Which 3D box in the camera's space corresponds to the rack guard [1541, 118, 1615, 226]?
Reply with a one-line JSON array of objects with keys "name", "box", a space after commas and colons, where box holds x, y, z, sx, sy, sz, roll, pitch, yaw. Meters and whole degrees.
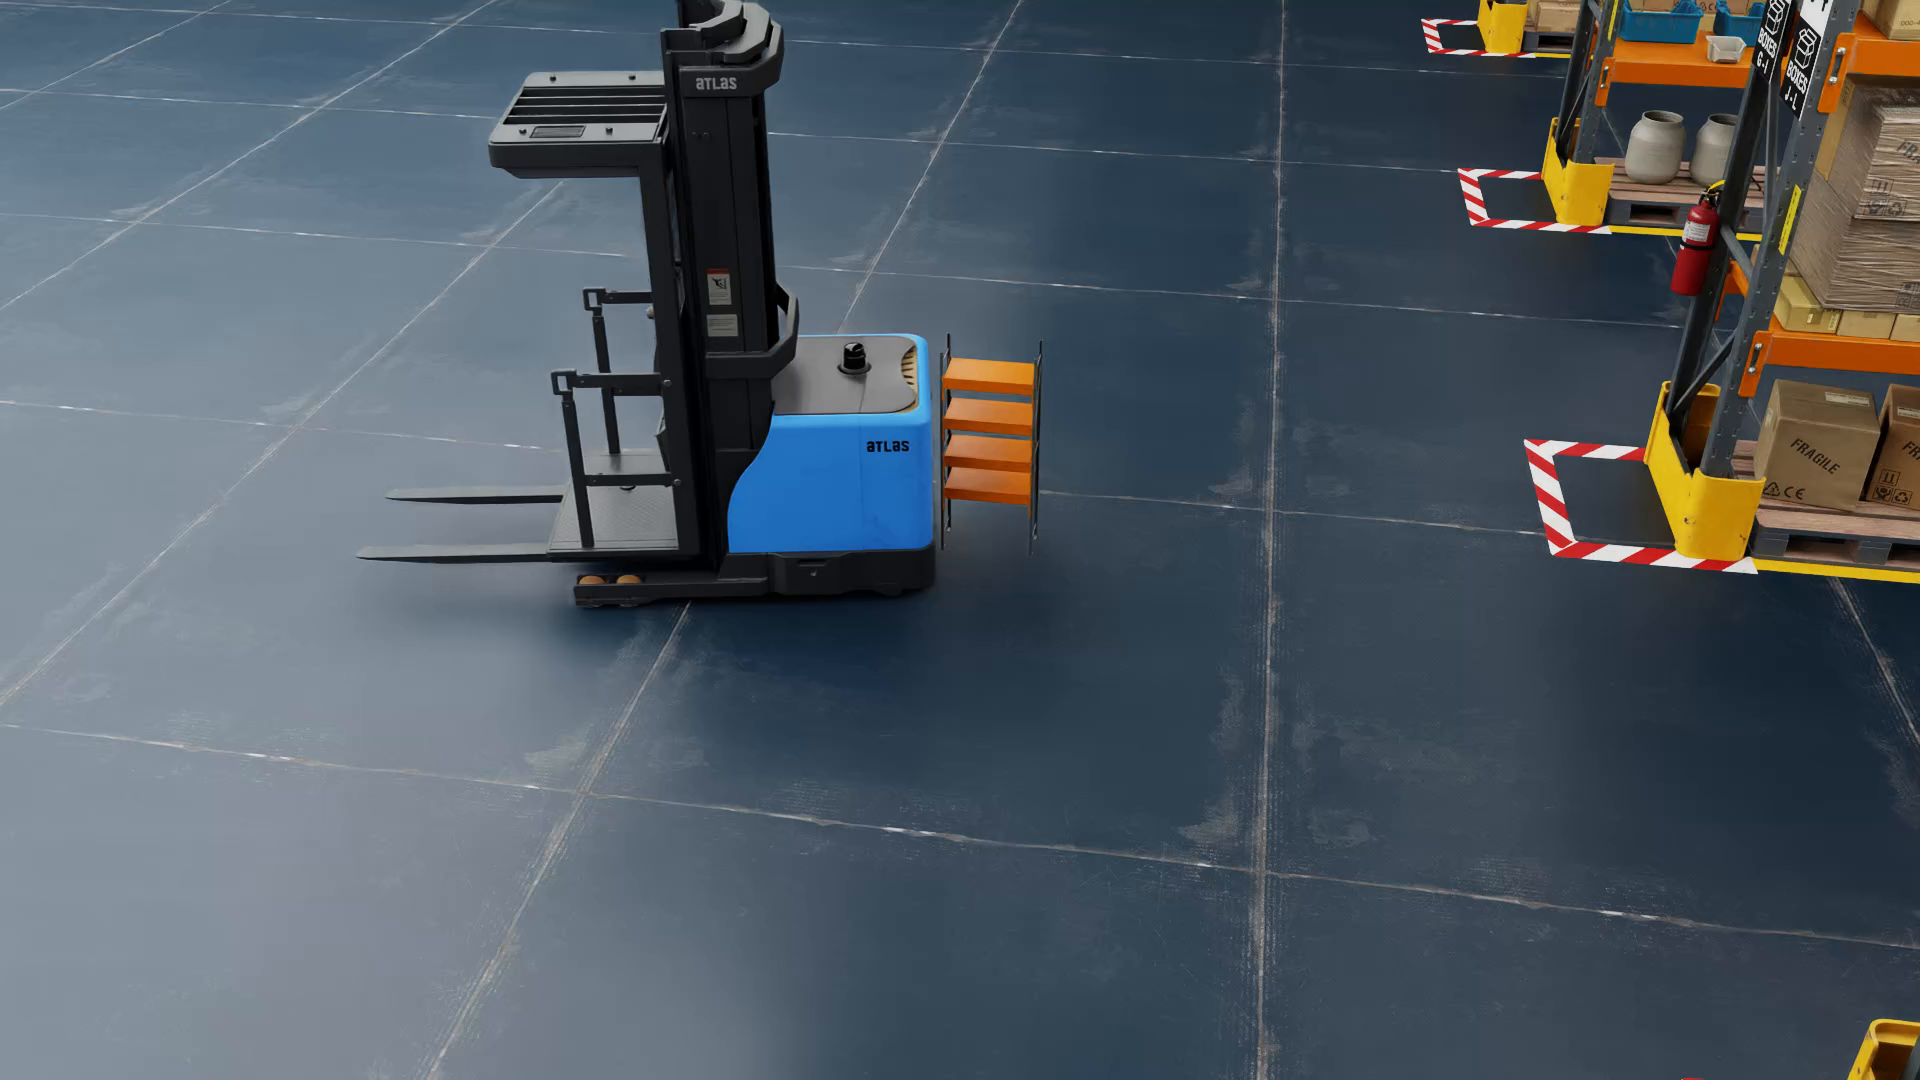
[{"name": "rack guard", "box": [5.045, -3.024, 13.610, 0.348, 0.500, 1.175, 5, 32, 8]}]

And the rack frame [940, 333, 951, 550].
[{"name": "rack frame", "box": [-0.077, -0.516, 8.943, 0.015, 1.200, 0.240, 5, 32, 8]}]

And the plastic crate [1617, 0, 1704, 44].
[{"name": "plastic crate", "box": [5.506, -4.115, 13.137, 0.616, 0.251, 0.499, 5, 32, 8]}]

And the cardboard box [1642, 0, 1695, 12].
[{"name": "cardboard box", "box": [7.279, -5.741, 17.083, 0.500, 0.500, 0.500, 5, 32, 8]}]

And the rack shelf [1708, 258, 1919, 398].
[{"name": "rack shelf", "box": [6.101, -0.992, 8.686, 4.000, 0.370, 1.077, 5, 32, 8]}]

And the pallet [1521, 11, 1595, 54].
[{"name": "pallet", "box": [6.561, -5.428, 17.723, 1.213, 0.211, 1.003, 5, 32, 8]}]

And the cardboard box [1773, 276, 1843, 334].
[{"name": "cardboard box", "box": [4.370, -1.219, 8.607, 0.250, 0.149, 0.380, 5, 32, 8]}]

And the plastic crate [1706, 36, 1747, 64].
[{"name": "plastic crate", "box": [5.791, -3.706, 12.592, 0.250, 0.136, 0.298, 5, 32, 8]}]

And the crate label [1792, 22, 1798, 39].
[{"name": "crate label", "box": [6.822, -4.058, 12.873, 0.616, 0.435, 0.502, 5, 32, 8]}]

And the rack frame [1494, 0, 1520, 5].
[{"name": "rack frame", "box": [5.800, -6.656, 17.057, 0.127, 3.000, 1.000, 5, 32, 8]}]

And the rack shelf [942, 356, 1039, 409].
[{"name": "rack shelf", "box": [0.163, -0.827, 8.700, 0.480, 0.148, 0.258, 5, 32, 8]}]

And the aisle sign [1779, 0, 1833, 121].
[{"name": "aisle sign", "box": [4.018, -2.426, 7.849, 0.004, 0.787, 0.394, 5, 32, 8]}]

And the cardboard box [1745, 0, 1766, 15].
[{"name": "cardboard box", "box": [8.264, -5.650, 16.938, 0.500, 0.500, 0.500, 5, 32, 8]}]

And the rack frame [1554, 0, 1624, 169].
[{"name": "rack frame", "box": [4.963, -4.066, 12.919, 0.127, 3.000, 1.000, 5, 32, 8]}]

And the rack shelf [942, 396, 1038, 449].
[{"name": "rack shelf", "box": [0.163, -0.626, 8.825, 0.480, 0.148, 0.258, 5, 32, 8]}]

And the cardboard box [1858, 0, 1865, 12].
[{"name": "cardboard box", "box": [4.647, -2.773, 8.168, 0.500, 0.250, 0.500, 6, 33, 9]}]

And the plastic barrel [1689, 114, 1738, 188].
[{"name": "plastic barrel", "box": [6.118, -3.126, 13.366, 0.421, 0.512, 0.421, 0, 32, 0]}]

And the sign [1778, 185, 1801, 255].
[{"name": "sign", "box": [4.038, -1.559, 8.097, 0.005, 0.325, 0.100, 5, 32, 8]}]

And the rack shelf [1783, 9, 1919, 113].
[{"name": "rack shelf", "box": [6.101, -2.264, 7.890, 4.000, 0.370, 1.077, 5, 32, 8]}]

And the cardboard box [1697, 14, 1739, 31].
[{"name": "cardboard box", "box": [7.769, -5.370, 17.197, 0.500, 0.250, 0.500, 5, 32, 8]}]

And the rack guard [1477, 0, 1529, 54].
[{"name": "rack guard", "box": [5.776, -5.599, 17.724, 0.348, 0.500, 1.175, 5, 32, 8]}]

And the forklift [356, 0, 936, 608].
[{"name": "forklift", "box": [-1.659, -1.174, 8.363, 3.031, 2.935, 1.130, -1, 32, -2]}]

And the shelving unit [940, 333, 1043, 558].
[{"name": "shelving unit", "box": [0.163, -0.494, 8.908, 0.503, 1.200, 0.258, 5, 32, 8]}]

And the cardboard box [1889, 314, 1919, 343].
[{"name": "cardboard box", "box": [4.857, -1.156, 8.507, 0.250, 0.149, 0.380, 5, 32, 8]}]

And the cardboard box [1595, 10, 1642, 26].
[{"name": "cardboard box", "box": [6.784, -5.462, 17.344, 0.500, 0.250, 0.500, 5, 32, 8]}]

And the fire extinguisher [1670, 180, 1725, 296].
[{"name": "fire extinguisher", "box": [4.094, -1.694, 9.202, 0.183, 0.674, 0.296, 5, 32, 8]}]

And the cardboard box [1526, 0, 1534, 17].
[{"name": "cardboard box", "box": [6.378, -5.775, 17.845, 0.500, 0.250, 0.500, 5, 32, 8]}]

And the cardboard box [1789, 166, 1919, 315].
[{"name": "cardboard box", "box": [4.667, -1.581, 8.573, 0.500, 0.500, 0.875, 5, 32, 8]}]

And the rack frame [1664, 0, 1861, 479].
[{"name": "rack frame", "box": [4.129, -1.476, 8.780, 0.127, 3.000, 1.000, 5, 32, 8]}]

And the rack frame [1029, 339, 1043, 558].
[{"name": "rack frame", "box": [0.404, -0.472, 8.873, 0.015, 1.200, 0.240, 5, 32, 8]}]

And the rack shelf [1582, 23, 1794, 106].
[{"name": "rack shelf", "box": [6.934, -3.582, 12.824, 4.000, 0.370, 1.077, 5, 32, 8]}]

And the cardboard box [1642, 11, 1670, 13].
[{"name": "cardboard box", "box": [7.277, -5.417, 17.273, 0.500, 0.250, 0.500, 5, 32, 8]}]

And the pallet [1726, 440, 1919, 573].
[{"name": "pallet", "box": [4.999, -0.196, 9.364, 1.213, 0.211, 1.003, 5, 32, 8]}]

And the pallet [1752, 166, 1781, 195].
[{"name": "pallet", "box": [7.044, -2.716, 13.391, 1.213, 0.211, 1.003, 5, 32, 8]}]

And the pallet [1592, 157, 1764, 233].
[{"name": "pallet", "box": [5.845, -2.826, 13.567, 1.213, 0.211, 1.003, 5, 32, 8]}]

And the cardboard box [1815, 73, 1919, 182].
[{"name": "cardboard box", "box": [4.713, -2.148, 8.537, 0.500, 0.500, 0.500, 5, 32, 8]}]

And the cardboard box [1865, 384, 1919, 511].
[{"name": "cardboard box", "box": [5.337, -0.494, 9.172, 0.500, 0.500, 0.500, 14, 35, 21]}]

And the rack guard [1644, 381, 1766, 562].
[{"name": "rack guard", "box": [4.204, -0.409, 9.433, 0.348, 0.500, 1.175, 5, 32, 8]}]

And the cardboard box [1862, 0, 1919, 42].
[{"name": "cardboard box", "box": [4.561, -2.505, 7.739, 0.500, 0.250, 0.500, 6, 33, 10]}]

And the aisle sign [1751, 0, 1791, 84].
[{"name": "aisle sign", "box": [4.119, -2.740, 8.350, 0.004, 0.787, 0.394, 5, 32, 8]}]

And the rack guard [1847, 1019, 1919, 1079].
[{"name": "rack guard", "box": [3.172, 2.167, 5.317, 0.348, 0.500, 1.175, 5, 32, 8]}]

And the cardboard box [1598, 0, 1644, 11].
[{"name": "cardboard box", "box": [6.784, -5.779, 17.144, 0.500, 0.500, 0.500, 5, 32, 8]}]

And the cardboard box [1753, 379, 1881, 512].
[{"name": "cardboard box", "box": [4.742, -0.529, 9.229, 0.500, 0.500, 0.500, 11, 34, 17]}]

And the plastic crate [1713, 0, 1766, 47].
[{"name": "plastic crate", "box": [6.146, -4.054, 13.039, 0.408, 0.251, 0.499, 5, 32, 8]}]

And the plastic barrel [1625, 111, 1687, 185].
[{"name": "plastic barrel", "box": [5.624, -3.171, 13.437, 0.421, 0.512, 0.421, 0, 32, 0]}]

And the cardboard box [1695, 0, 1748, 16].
[{"name": "cardboard box", "box": [7.769, -5.687, 16.998, 0.500, 0.500, 0.500, 5, 32, 8]}]

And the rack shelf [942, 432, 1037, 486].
[{"name": "rack shelf", "box": [0.163, -0.437, 8.944, 0.480, 0.148, 0.258, 5, 32, 8]}]

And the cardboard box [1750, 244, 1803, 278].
[{"name": "cardboard box", "box": [4.445, -1.452, 8.979, 0.250, 0.149, 0.380, 5, 32, 8]}]

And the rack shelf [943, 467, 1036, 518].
[{"name": "rack shelf", "box": [0.163, -0.268, 9.049, 0.480, 0.148, 0.258, 5, 32, 8]}]

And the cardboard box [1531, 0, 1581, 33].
[{"name": "cardboard box", "box": [6.291, -5.505, 17.413, 0.500, 0.250, 0.500, 5, 32, 8]}]

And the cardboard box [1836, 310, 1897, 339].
[{"name": "cardboard box", "box": [4.613, -1.187, 8.555, 0.250, 0.149, 0.380, 5, 32, 8]}]

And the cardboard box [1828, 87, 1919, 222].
[{"name": "cardboard box", "box": [4.626, -1.876, 8.103, 0.500, 0.500, 0.500, 5, 32, 8]}]

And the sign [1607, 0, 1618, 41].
[{"name": "sign", "box": [4.866, -3.896, 12.386, 0.005, 0.325, 0.100, 5, 32, 8]}]

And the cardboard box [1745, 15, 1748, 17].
[{"name": "cardboard box", "box": [8.262, -5.325, 17.127, 0.500, 0.250, 0.500, 5, 32, 8]}]
